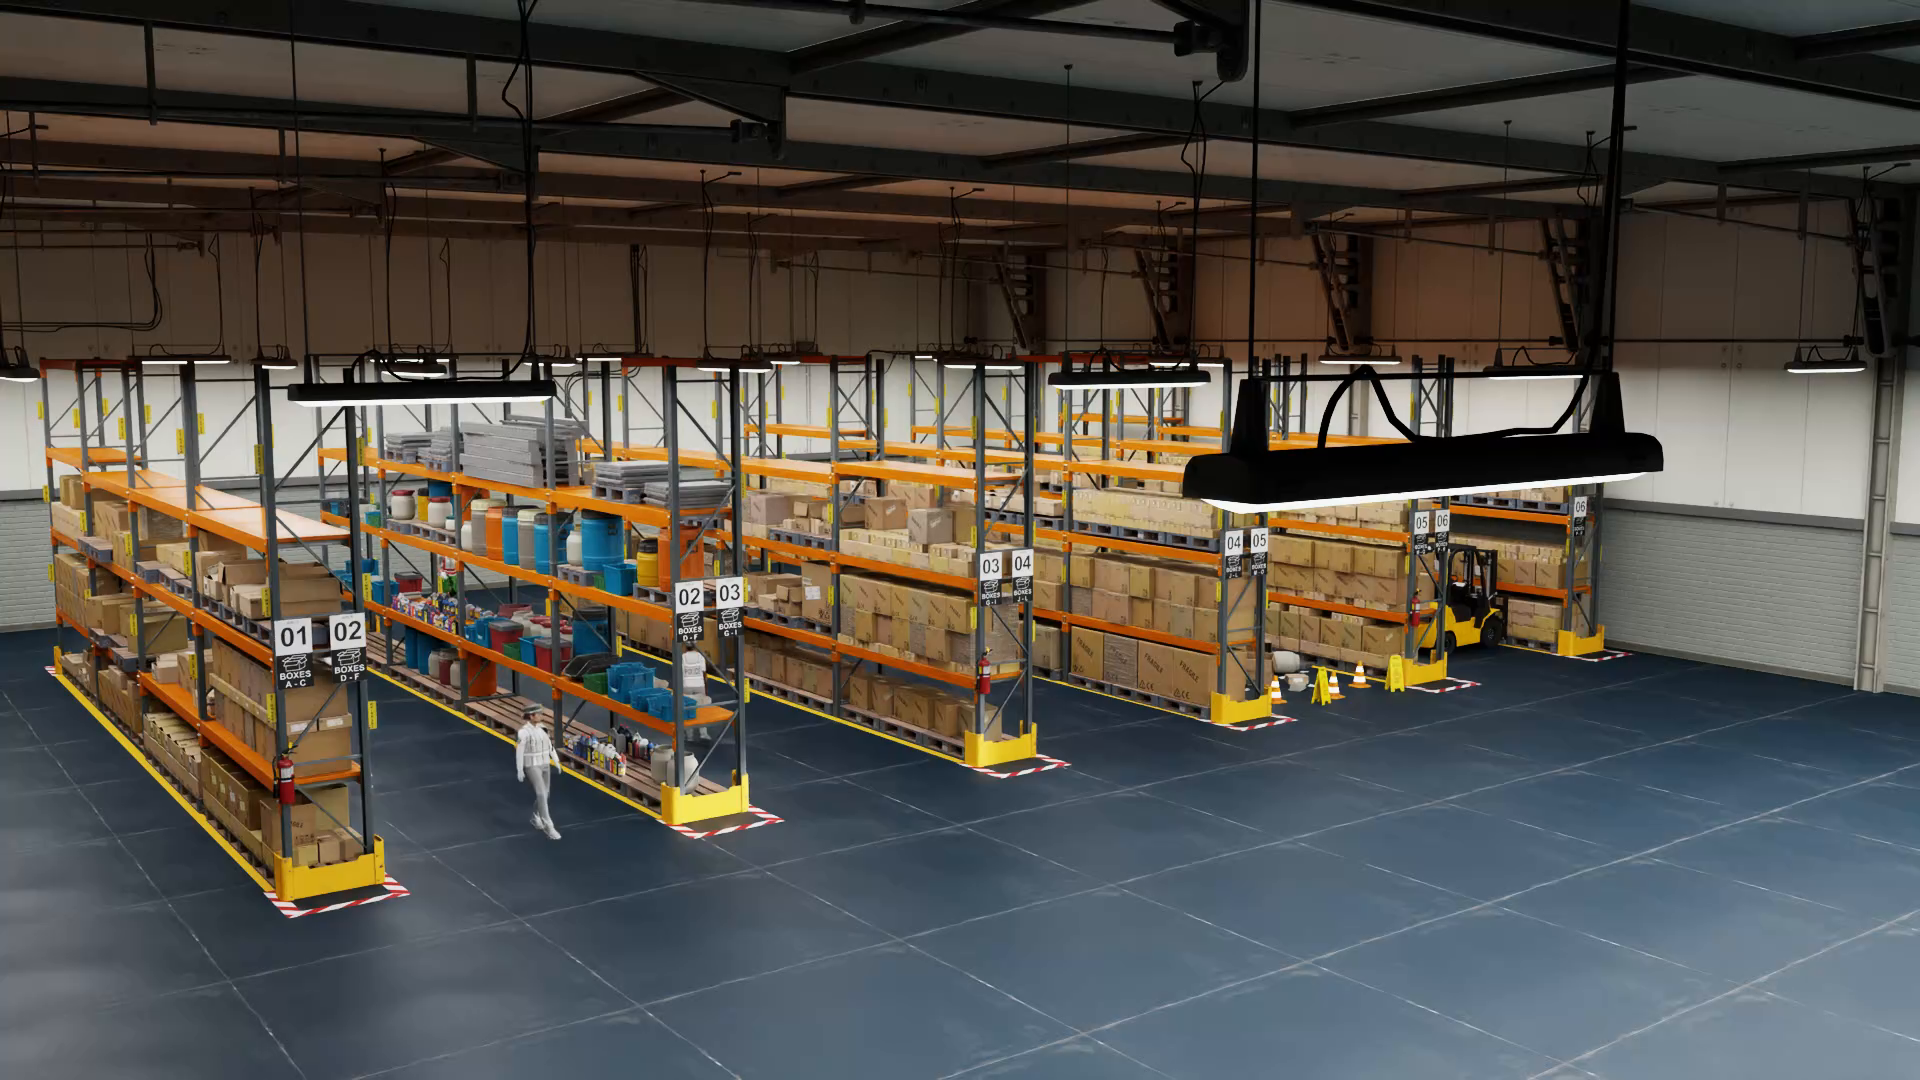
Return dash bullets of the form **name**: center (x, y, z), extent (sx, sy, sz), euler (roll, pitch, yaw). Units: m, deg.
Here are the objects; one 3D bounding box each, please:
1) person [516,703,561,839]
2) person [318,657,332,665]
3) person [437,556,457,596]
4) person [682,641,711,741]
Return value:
- **person**: center (-5.353, 2.951, 21.435), extent (0.735, 1.672, 0.514), euler (4, 8, 31)
- **person**: center (-11.647, 2.010, 30.800), extent (0.524, 1.272, 0.592), euler (0, 7, 2)
- **person**: center (-11.978, 0.748, 38.998), extent (0.677, 1.436, 0.515), euler (-4, 8, -28)
- **person**: center (-4.179, 2.358, 26.265), extent (0.439, 1.675, 0.490), euler (-2, 7, -13)
